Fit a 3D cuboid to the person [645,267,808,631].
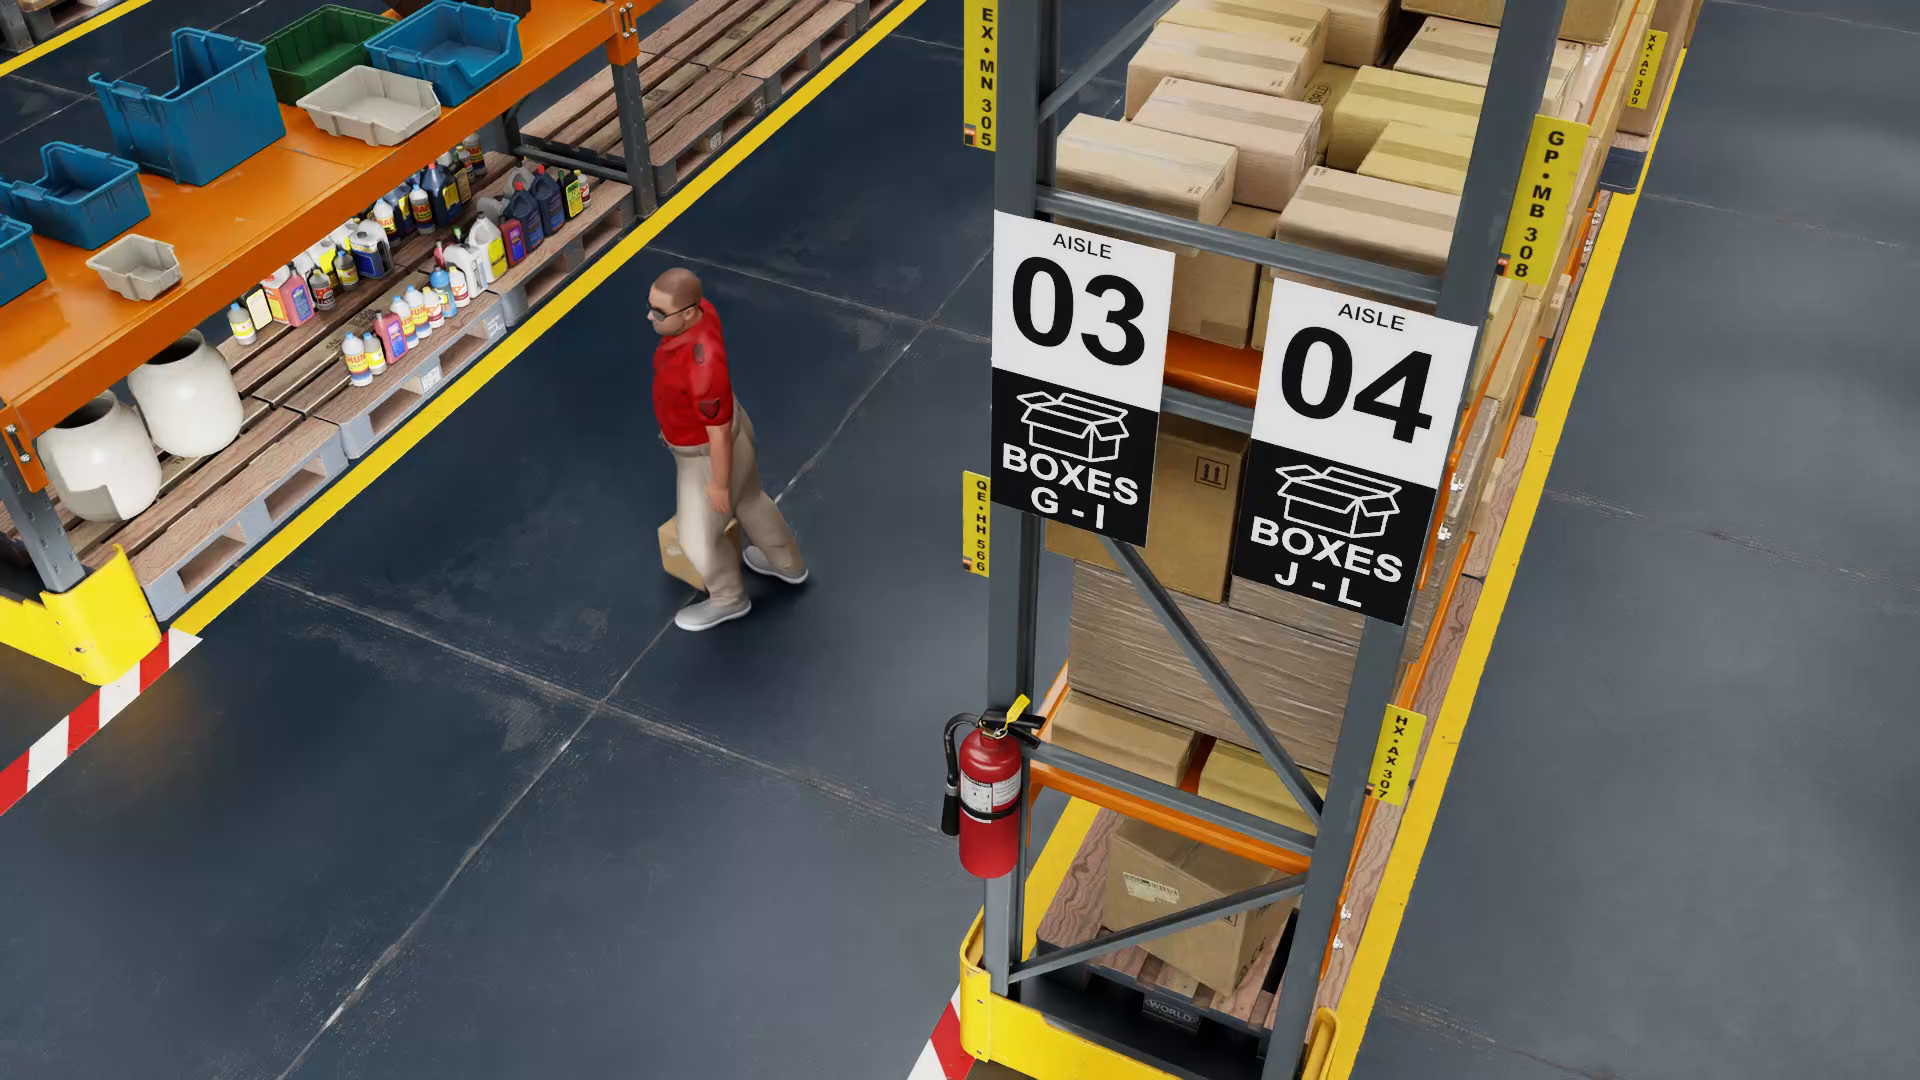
[{"bbox_3d":[-0.933,-0.369,6.589,0.582,1.713,0.576,-5,42,-6],"label":"person"}]
